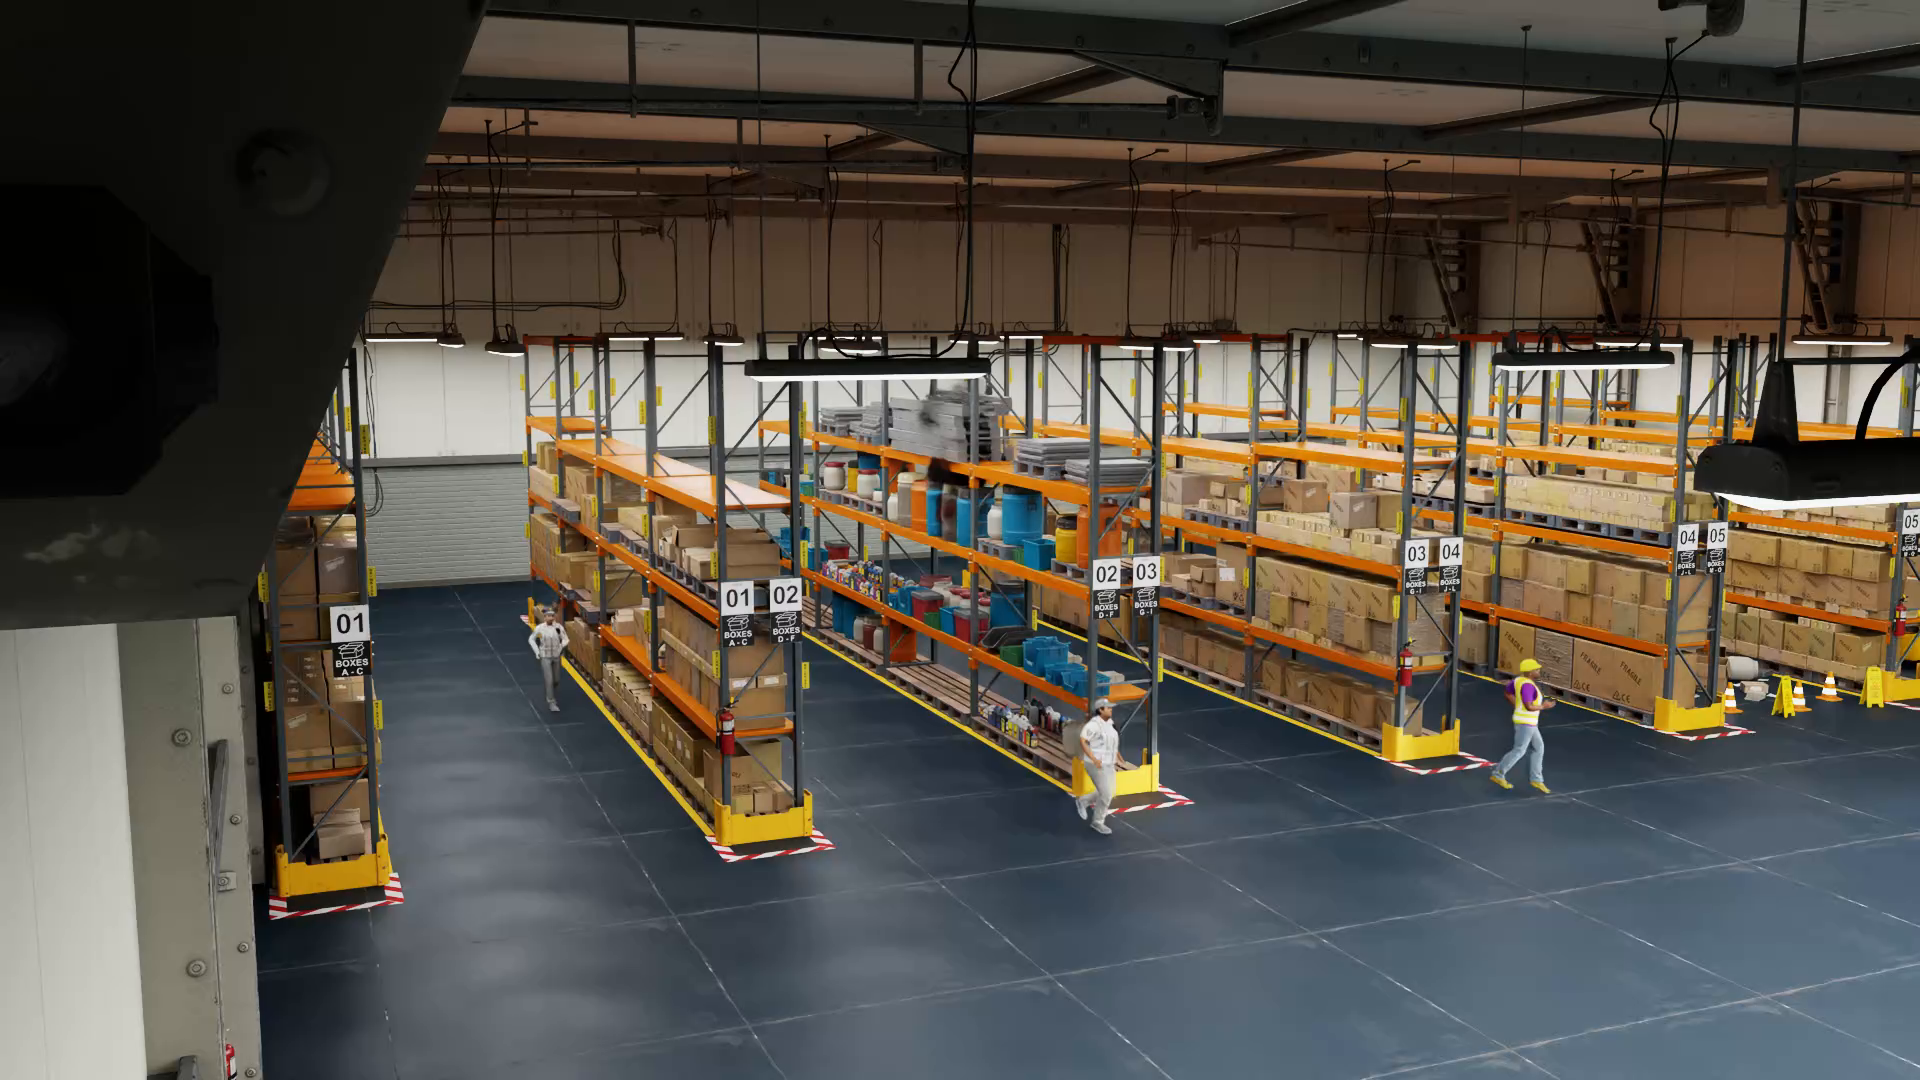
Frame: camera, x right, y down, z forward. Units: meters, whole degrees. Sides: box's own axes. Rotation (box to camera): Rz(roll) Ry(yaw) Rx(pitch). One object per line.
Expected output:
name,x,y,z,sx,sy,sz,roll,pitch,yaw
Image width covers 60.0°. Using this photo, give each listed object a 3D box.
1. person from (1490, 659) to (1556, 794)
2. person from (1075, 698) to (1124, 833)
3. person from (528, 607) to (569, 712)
person,7.571,2.498,22.346,0.804,1.820,0.696,2,8,15
person,1.741,2.789,20.780,0.560,1.632,0.658,5,9,35
person,-6.657,1.908,27.039,0.634,1.680,0.749,-4,9,-28
